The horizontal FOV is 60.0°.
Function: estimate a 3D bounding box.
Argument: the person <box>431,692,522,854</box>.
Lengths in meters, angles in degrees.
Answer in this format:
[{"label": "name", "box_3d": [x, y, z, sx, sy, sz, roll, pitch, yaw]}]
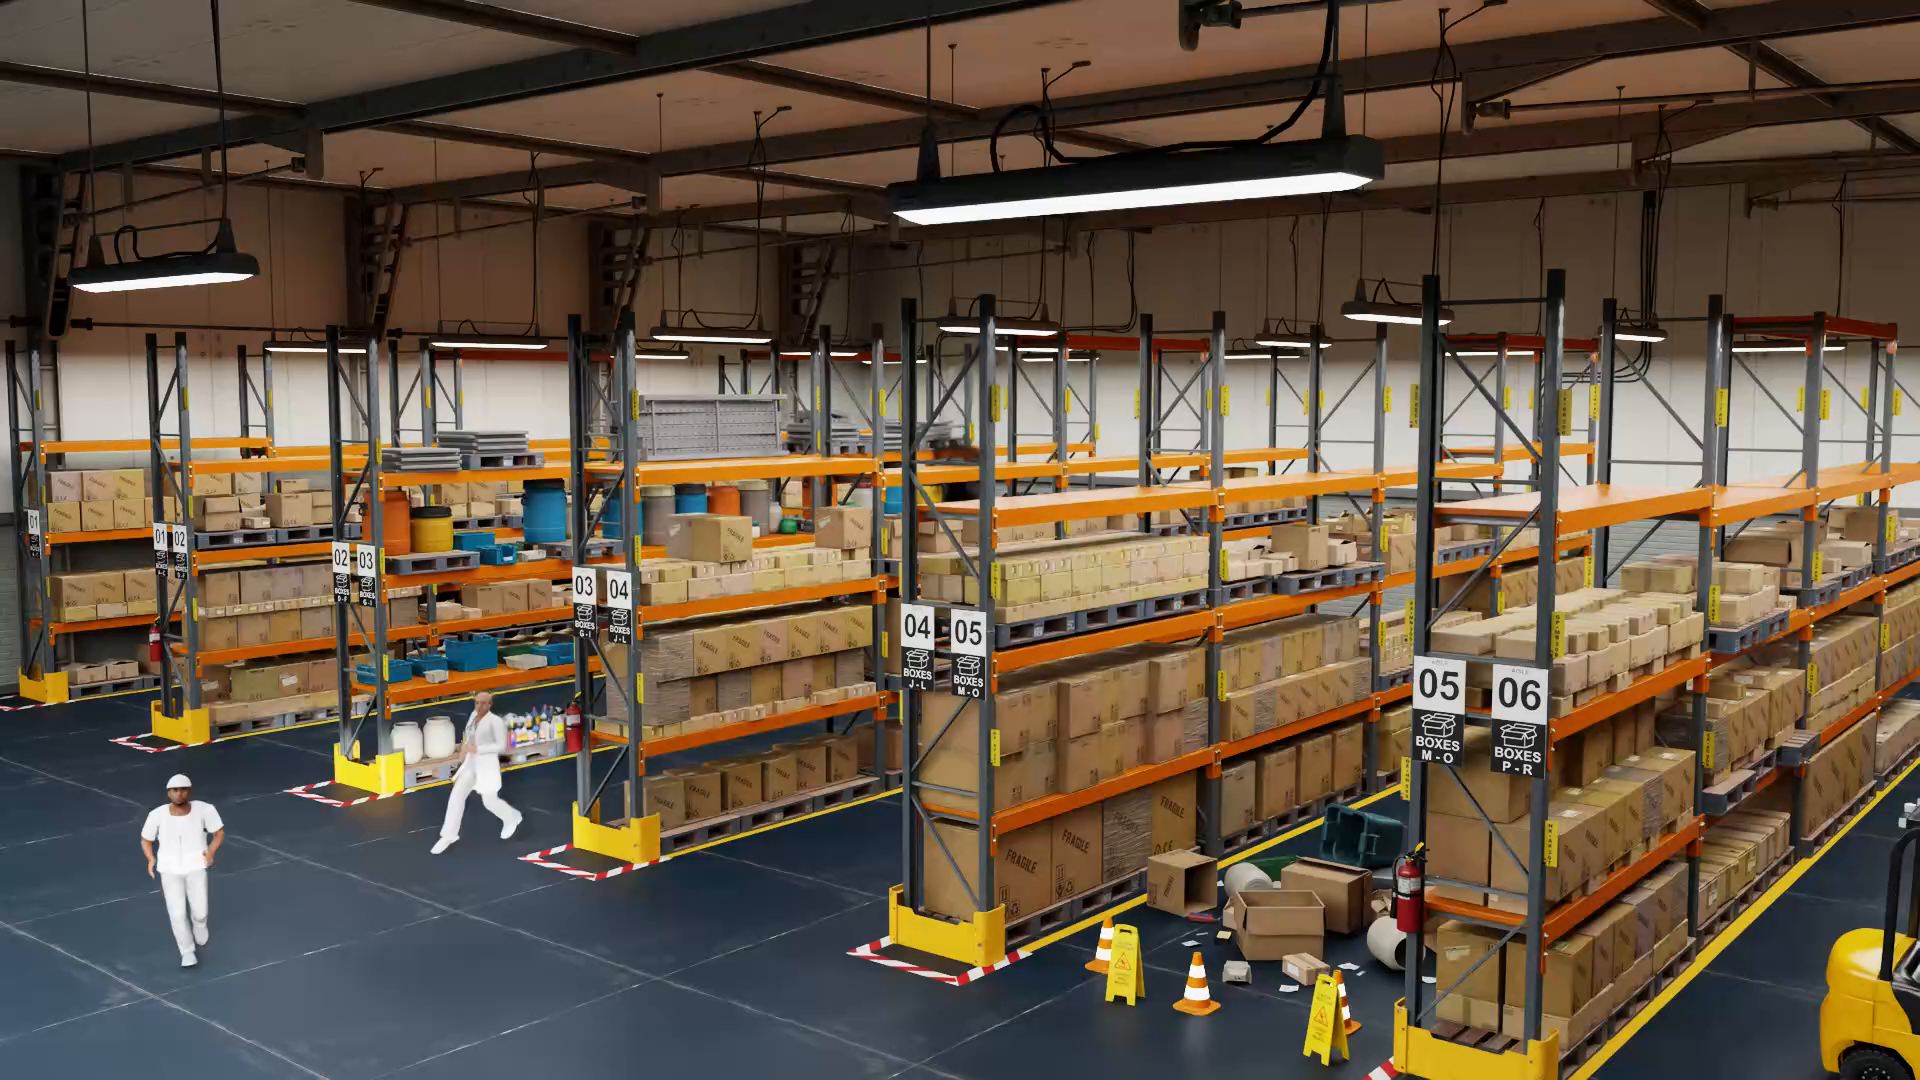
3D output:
[{"label": "person", "box_3d": [-5.396, 2.595, 18.802, 0.715, 1.776, 1.063, 3, 6, 30]}]

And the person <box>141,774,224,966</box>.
[{"label": "person", "box_3d": [-7.012, 2.957, 15.022, 0.686, 1.720, 0.579, -2, 6, -22]}]
